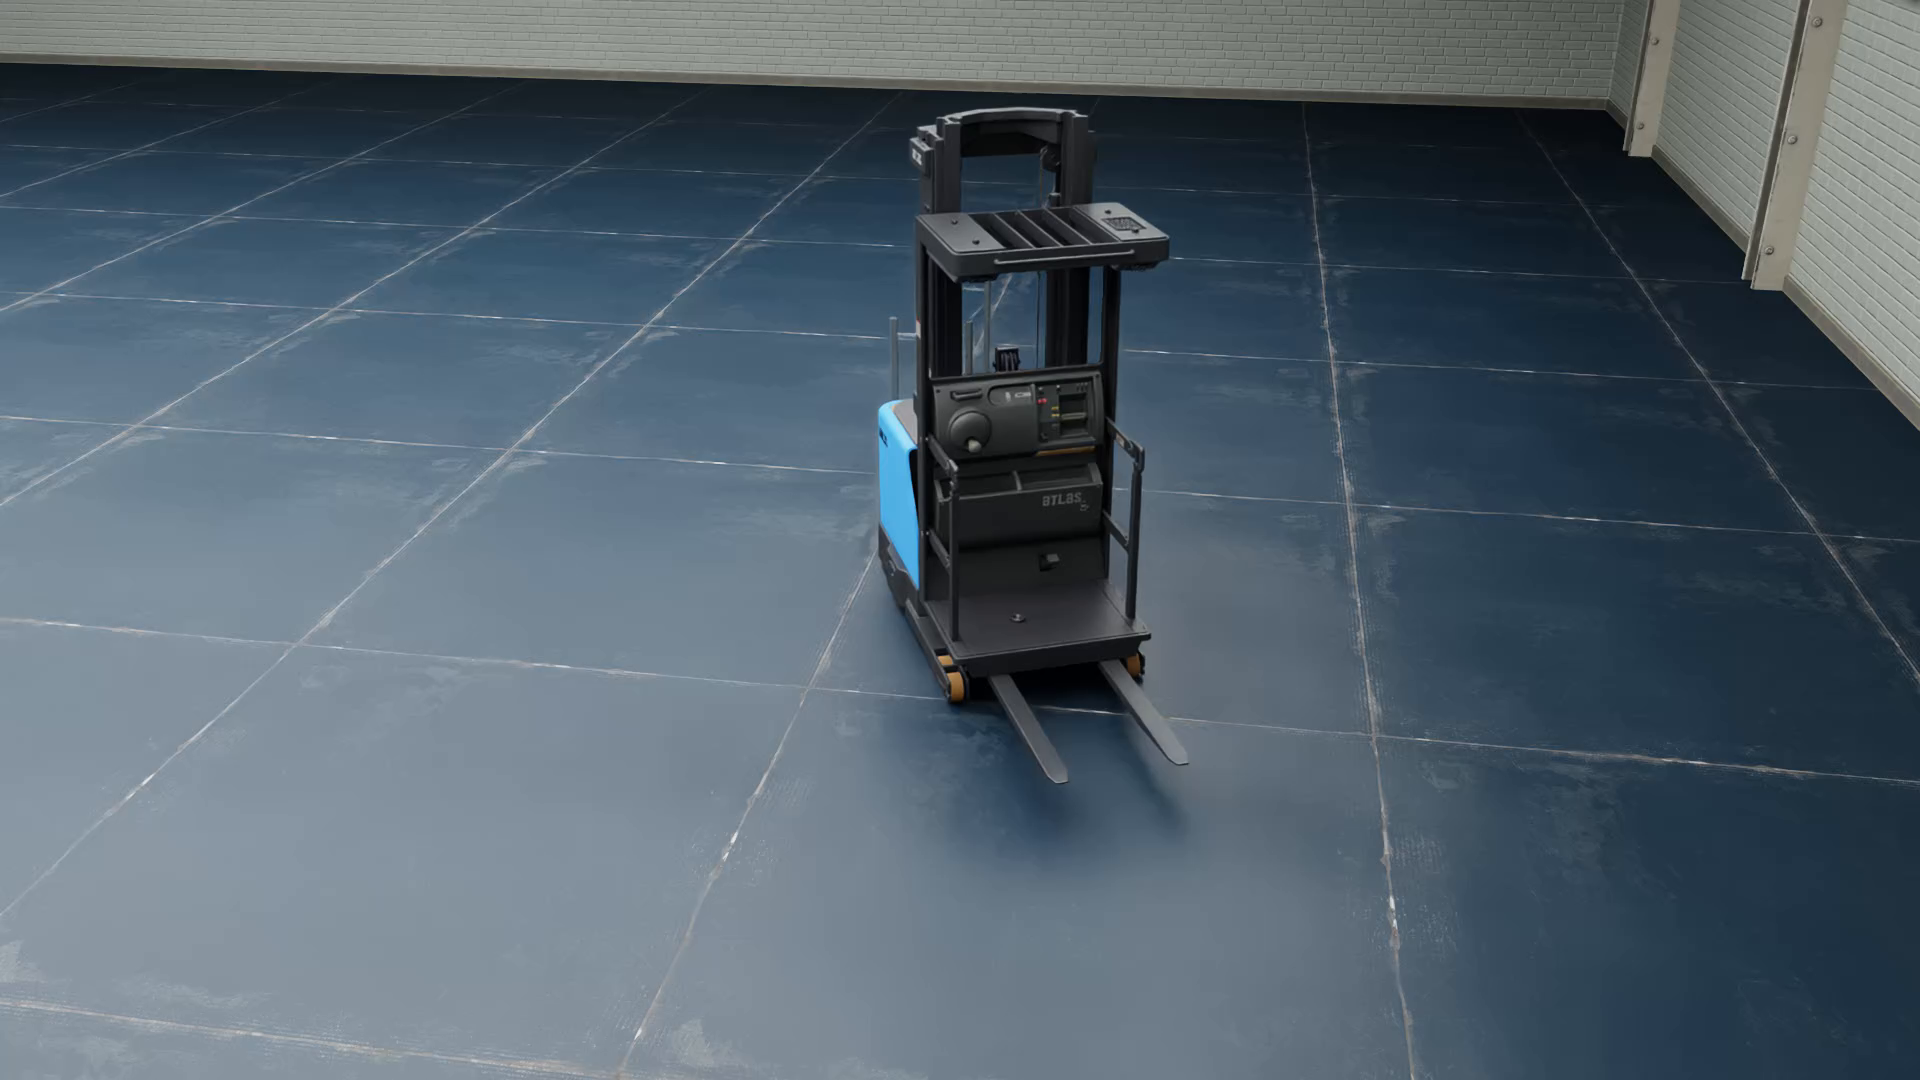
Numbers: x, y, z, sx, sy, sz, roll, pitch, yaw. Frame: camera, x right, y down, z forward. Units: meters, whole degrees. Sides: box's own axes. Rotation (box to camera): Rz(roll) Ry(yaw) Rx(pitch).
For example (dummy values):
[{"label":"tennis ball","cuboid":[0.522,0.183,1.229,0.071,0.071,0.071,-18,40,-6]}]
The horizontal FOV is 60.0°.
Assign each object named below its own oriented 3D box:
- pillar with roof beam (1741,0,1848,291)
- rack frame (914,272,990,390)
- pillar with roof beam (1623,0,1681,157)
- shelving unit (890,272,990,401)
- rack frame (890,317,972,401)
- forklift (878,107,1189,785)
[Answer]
[{"label":"pillar with roof beam","cuboid":[3.490,-6.838,14.743,9.100,9.000,0.400,4,25,9]},{"label":"rack frame","cuboid":[-0.052,-1.085,11.299,0.500,1.500,0.032,3,25,6]},{"label":"pillar with roof beam","cuboid":[4.470,-9.347,20.104,9.100,9.000,0.400,4,25,9]},{"label":"shelving unit","cuboid":[-0.115,-0.867,10.834,0.587,1.500,1.083,3,25,6]},{"label":"rack frame","cuboid":[-0.176,-0.657,10.385,0.500,1.500,0.032,3,25,6]},{"label":"forklift","cuboid":[0.375,-0.640,8.660,1.130,2.935,3.031,-7,26,-14]}]
